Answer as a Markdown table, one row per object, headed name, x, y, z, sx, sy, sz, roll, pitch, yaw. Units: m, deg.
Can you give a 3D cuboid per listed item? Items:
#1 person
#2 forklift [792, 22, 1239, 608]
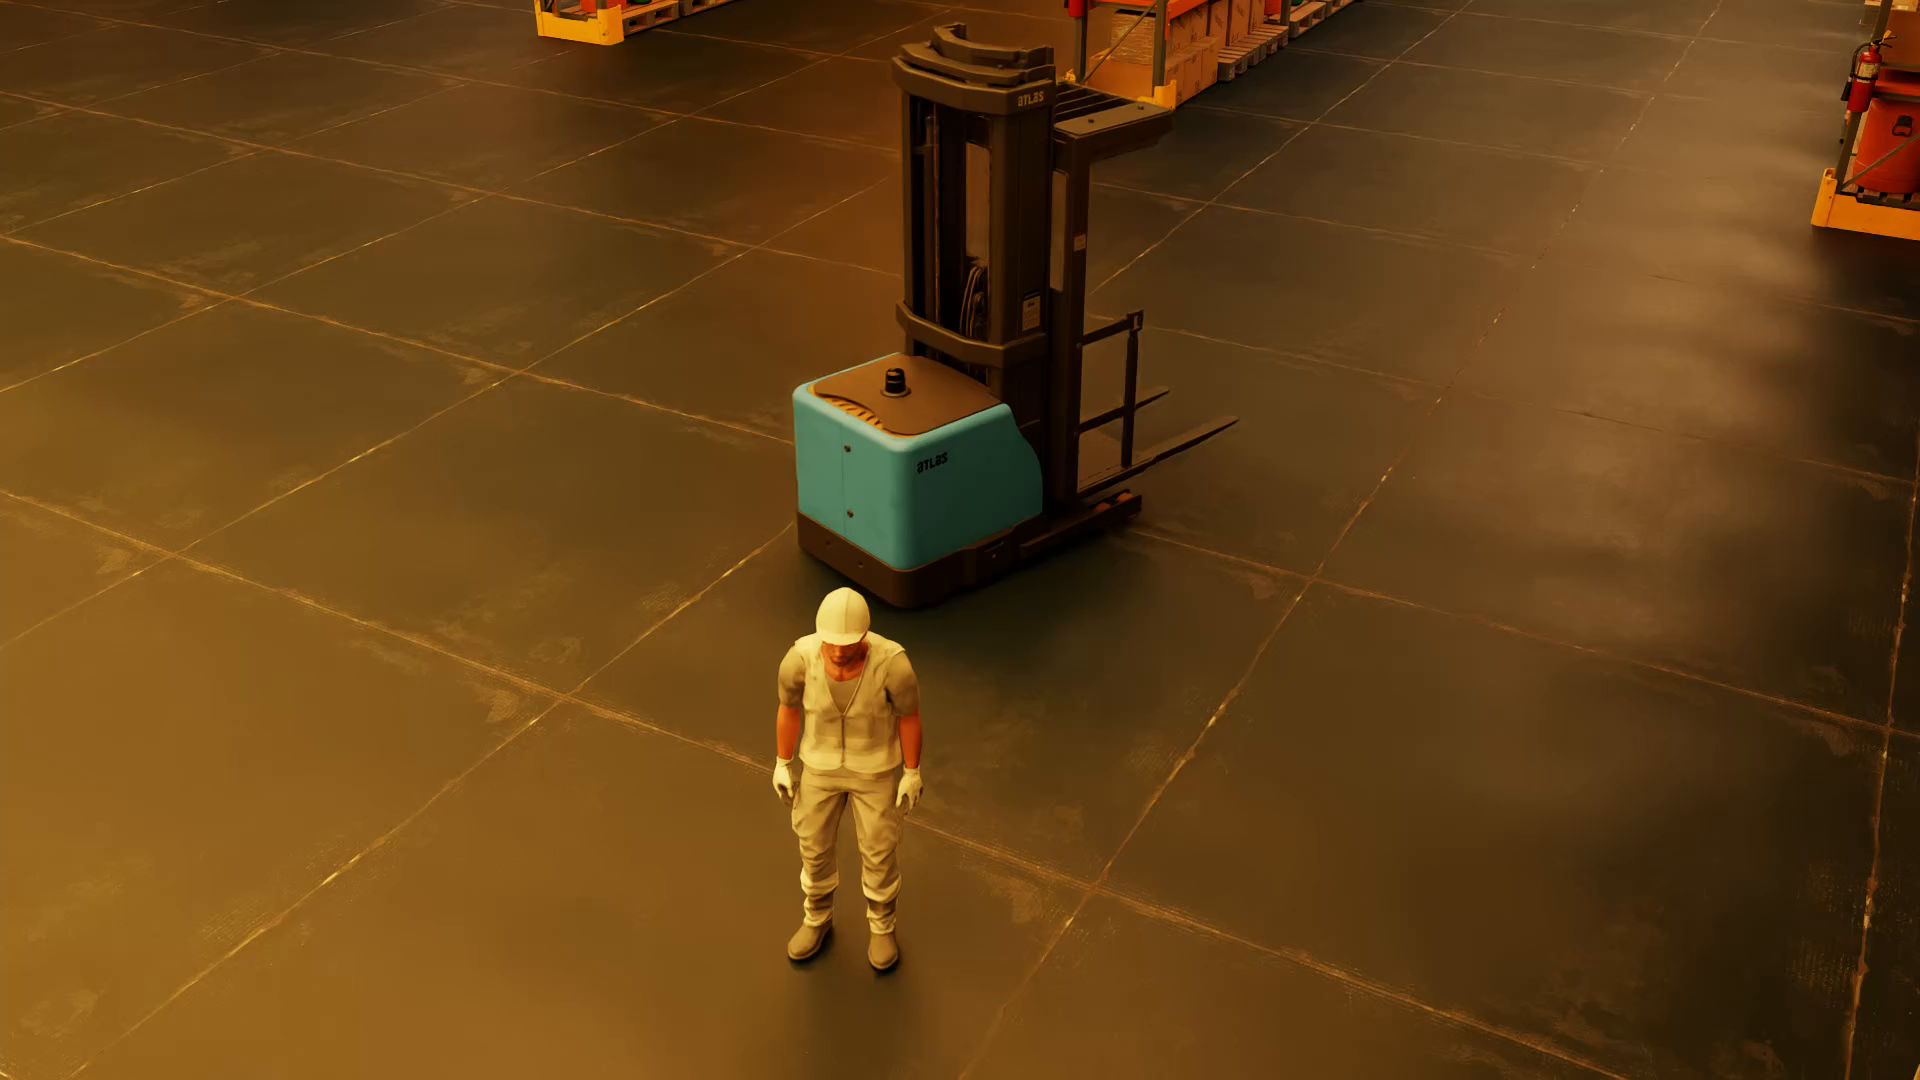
| name | x | y | z | sx | sy | sz | roll | pitch | yaw |
| --- | --- | --- | --- | --- | --- | --- | --- | --- | --- |
| person | -0.447 | 0.931 | 6.615 | 0.607 | 1.777 | 0.451 | 4 | 30 | 6 |
| forklift | 0.480 | -1.504 | 9.676 | 3.031 | 2.935 | 1.130 | -24 | 38 | -35 |
